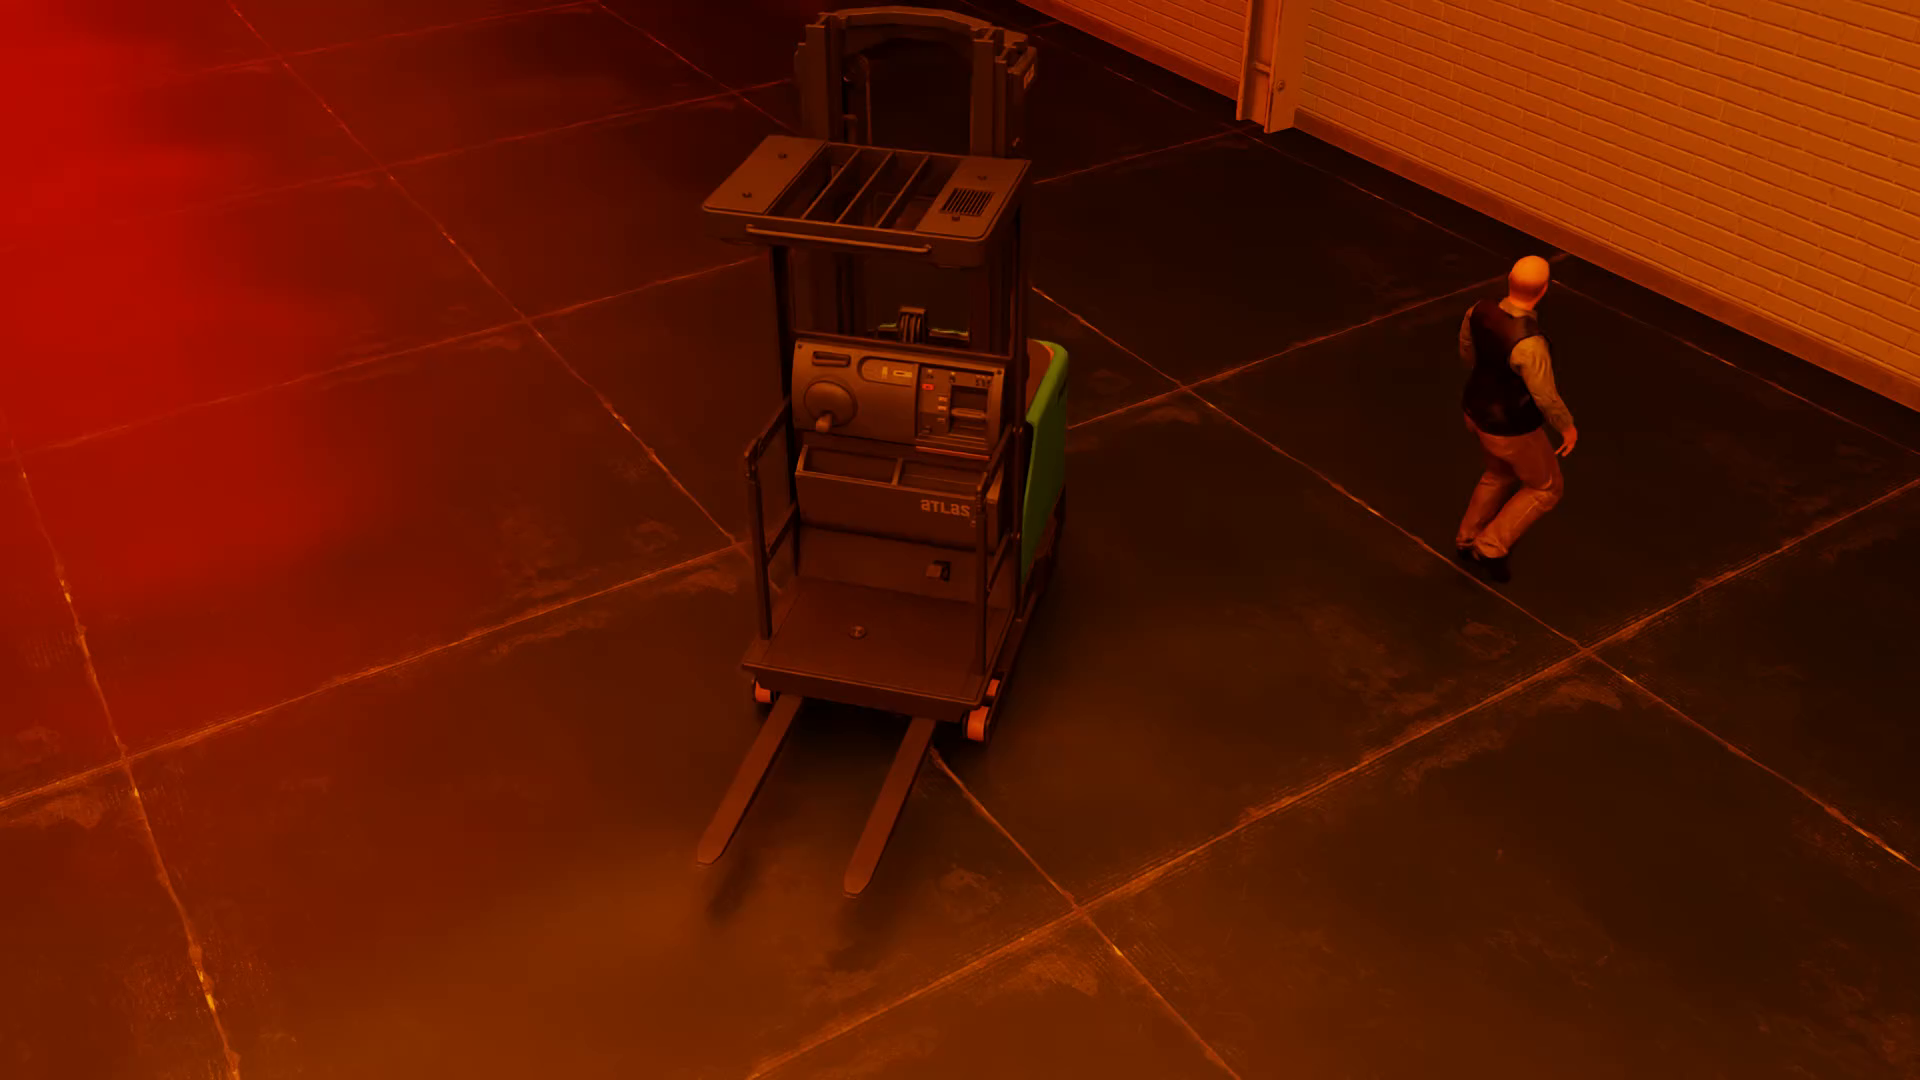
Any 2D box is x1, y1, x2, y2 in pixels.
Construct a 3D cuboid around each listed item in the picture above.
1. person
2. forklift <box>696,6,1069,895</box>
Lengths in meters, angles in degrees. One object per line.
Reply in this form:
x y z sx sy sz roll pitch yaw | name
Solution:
2.675 -0.610 8.109 0.489 1.702 0.782 -6 36 -8 | person
-0.321 -0.548 6.928 1.130 2.935 3.031 9 36 12 | forklift
